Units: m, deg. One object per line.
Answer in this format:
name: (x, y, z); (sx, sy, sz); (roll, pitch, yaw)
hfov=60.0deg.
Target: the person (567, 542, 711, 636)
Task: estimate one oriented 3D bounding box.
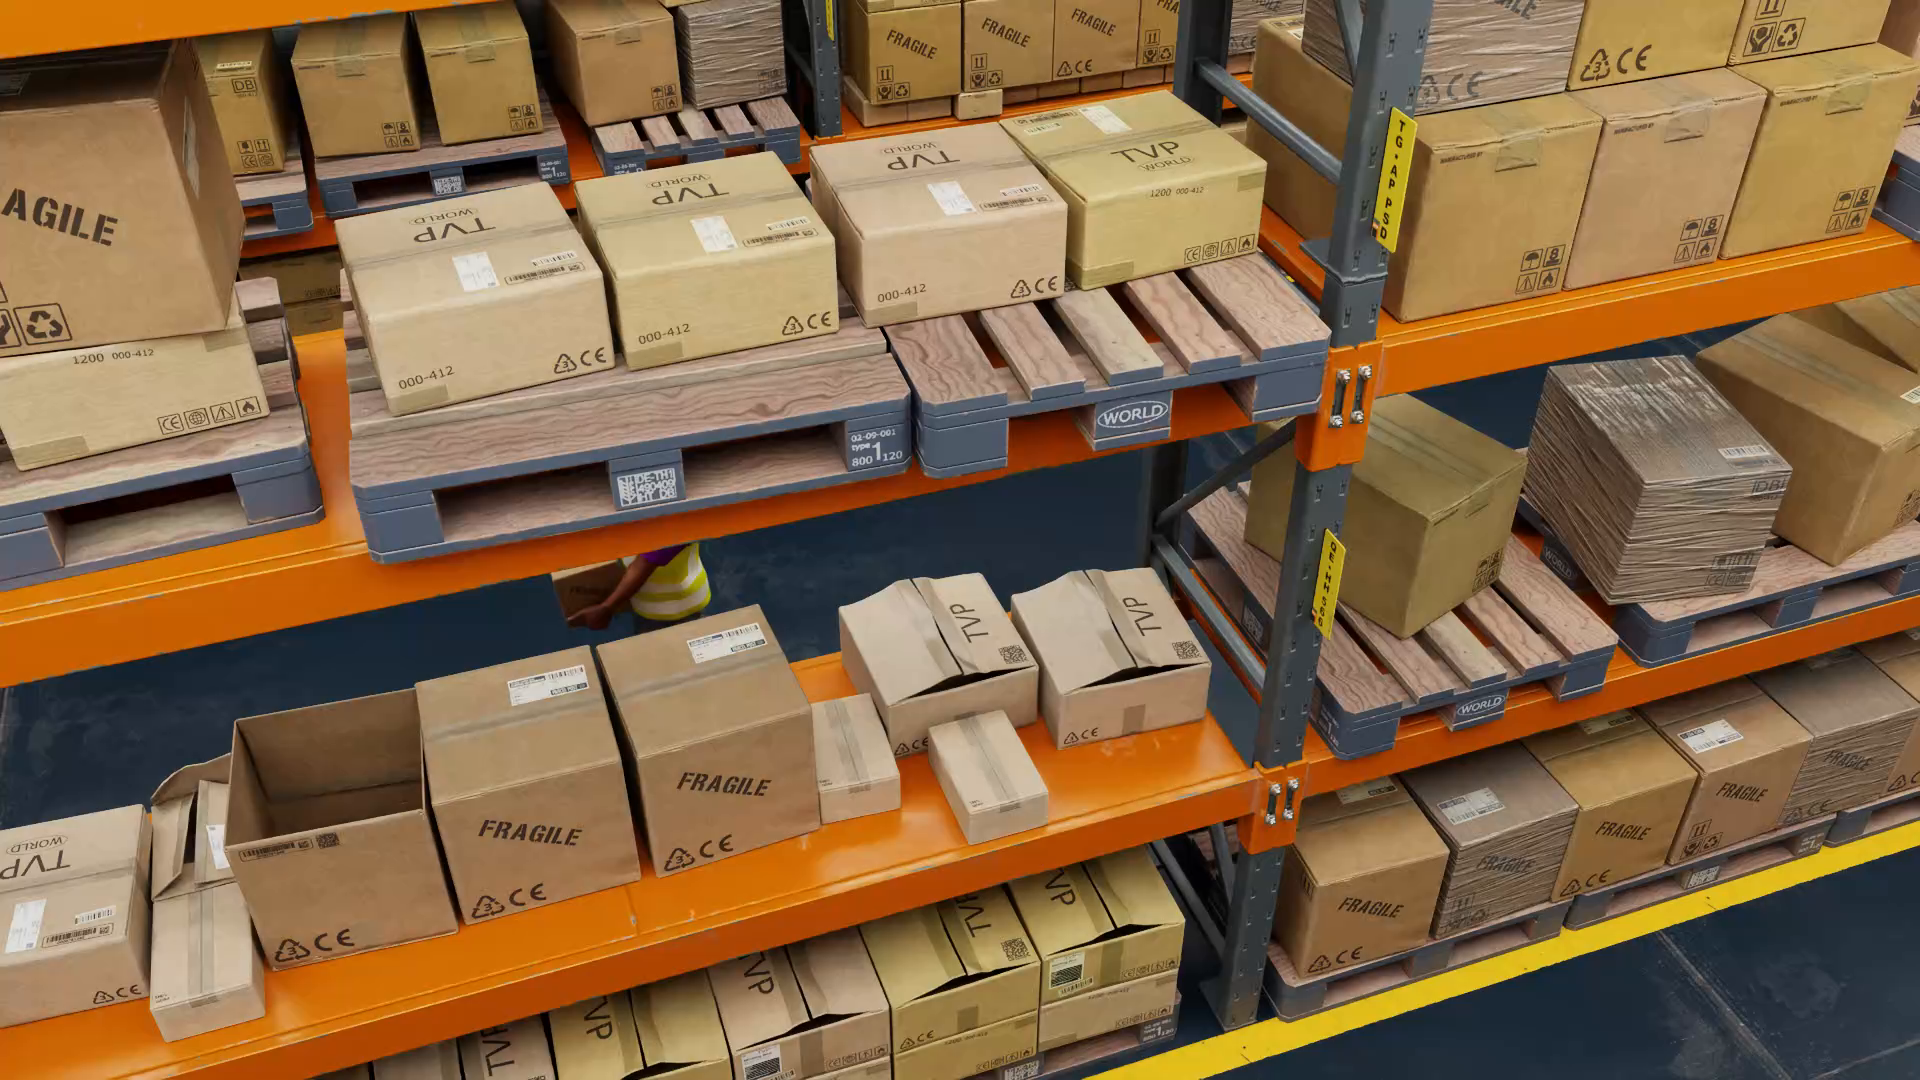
person: (-1.244, 0.232, 6.467); (0.586, 1.762, 0.502); (-12, 39, -16)
